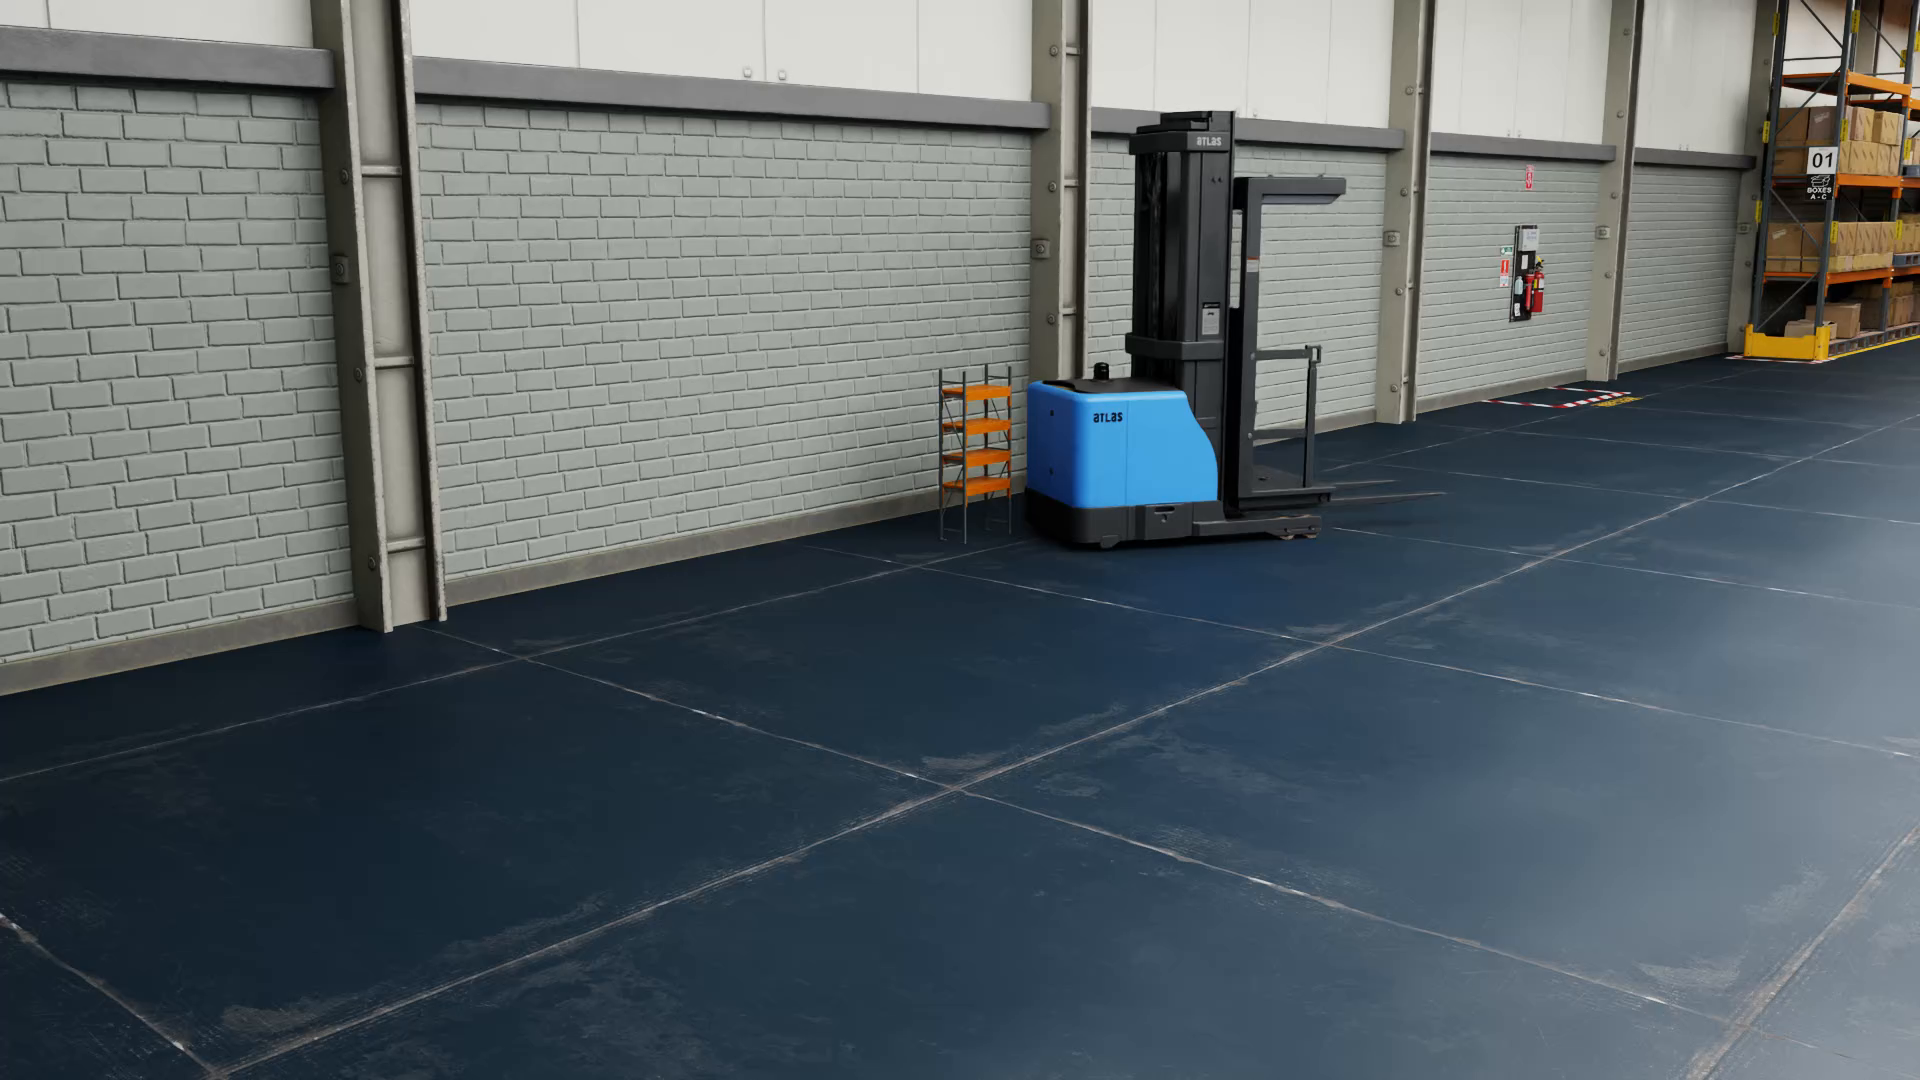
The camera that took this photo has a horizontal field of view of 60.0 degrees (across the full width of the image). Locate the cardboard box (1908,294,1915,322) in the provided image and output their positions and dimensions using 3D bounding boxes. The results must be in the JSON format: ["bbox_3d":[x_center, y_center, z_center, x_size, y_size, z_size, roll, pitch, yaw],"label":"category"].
[{"bbox_3d":[17.292,-4.319,30.936,0.700,0.500,0.500,10,15,40],"label":"cardboard box"}]

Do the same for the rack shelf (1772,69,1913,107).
[{"bbox_3d":[14.195,-7.207,26.666,1.077,0.370,4.000,10,15,40],"label":"rack shelf"}]

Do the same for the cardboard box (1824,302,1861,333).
[{"bbox_3d":[14.860,-3.746,28.068,0.500,0.500,0.500,8,14,36],"label":"cardboard box"}]

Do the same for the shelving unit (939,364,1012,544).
[{"bbox_3d":[0.109,-0.613,11.716,0.258,1.200,0.503,10,15,40],"label":"shelving unit"}]

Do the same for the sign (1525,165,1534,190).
[{"bbox_3d":[6.986,-4.447,20.401,0.001,0.298,0.199,10,15,40],"label":"sign"}]

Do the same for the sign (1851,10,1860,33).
[{"bbox_3d":[13.282,-7.694,24.672,0.100,0.325,0.005,10,15,40],"label":"sign"}]

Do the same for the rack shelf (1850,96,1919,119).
[{"bbox_3d":[16.835,-7.601,29.652,1.077,0.370,4.000,10,15,40],"label":"rack shelf"}]

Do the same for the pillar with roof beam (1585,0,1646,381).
[{"bbox_3d":[11.960,-6.043,18.991,9.100,9.000,0.400,10,15,40],"label":"pillar with roof beam"}]

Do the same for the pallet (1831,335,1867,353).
[{"bbox_3d":[14.293,-3.263,27.509,1.003,0.211,1.213,10,15,40],"label":"pallet"}]

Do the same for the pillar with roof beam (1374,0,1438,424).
[{"bbox_3d":[8.000,-5.160,14.572,9.100,9.000,0.400,10,15,40],"label":"pillar with roof beam"}]

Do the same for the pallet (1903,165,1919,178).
[{"bbox_3d":[16.003,-6.370,28.767,1.213,0.211,1.003,10,15,40],"label":"pallet"}]

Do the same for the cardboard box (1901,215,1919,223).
[{"bbox_3d":[17.749,-5.982,30.966,0.380,0.149,0.250,7,13,31],"label":"cardboard box"}]

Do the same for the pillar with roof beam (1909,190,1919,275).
[{"bbox_3d":[23.842,-8.691,32.250,9.100,9.000,0.400,10,15,40],"label":"pillar with roof beam"}]

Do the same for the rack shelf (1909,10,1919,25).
[{"bbox_3d":[19.476,-10.016,32.233,1.077,0.370,4.000,10,15,40],"label":"rack shelf"}]

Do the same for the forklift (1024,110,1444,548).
[{"bbox_3d":[2.044,-1.531,11.893,3.031,2.935,1.130,-4,12,-18],"label":"forklift"}]

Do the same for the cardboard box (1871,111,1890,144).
[{"bbox_3d":[14.697,-6.665,26.906,0.500,0.500,0.500,9,14,38],"label":"cardboard box"}]

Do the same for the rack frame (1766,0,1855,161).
[{"bbox_3d":[12.875,-7.267,25.122,1.000,3.000,0.127,10,15,40],"label":"rack frame"}]

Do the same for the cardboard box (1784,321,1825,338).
[{"bbox_3d":[13.399,-3.313,26.381,0.500,0.311,0.500,8,14,34],"label":"cardboard box"}]

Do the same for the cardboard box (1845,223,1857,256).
[{"bbox_3d":[13.749,-4.732,26.164,0.500,0.500,0.500,10,15,41],"label":"cardboard box"}]

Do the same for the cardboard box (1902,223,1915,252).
[{"bbox_3d":[16.662,-5.432,29.868,0.500,0.500,0.700,-10,15,-40],"label":"cardboard box"}]

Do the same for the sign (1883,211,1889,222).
[{"bbox_3d":[17.737,-6.142,31.846,0.100,0.325,0.005,10,15,40],"label":"sign"}]

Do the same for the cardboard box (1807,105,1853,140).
[{"bbox_3d":[13.311,-6.371,25.433,0.500,0.500,0.500,8,14,36],"label":"cardboard box"}]

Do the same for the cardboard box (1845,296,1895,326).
[{"bbox_3d":[16.292,-4.097,29.824,0.700,0.500,0.500,9,15,39],"label":"cardboard box"}]

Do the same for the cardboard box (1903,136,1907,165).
[{"bbox_3d":[15.936,-6.710,28.662,0.500,0.500,0.500,-9,15,-39],"label":"cardboard box"}]

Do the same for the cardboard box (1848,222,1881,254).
[{"bbox_3d":[14.770,-4.962,27.312,0.500,0.500,0.500,9,15,39],"label":"cardboard box"}]

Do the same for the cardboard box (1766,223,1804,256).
[{"bbox_3d":[13.026,-4.726,26.134,0.500,0.500,0.500,10,15,40],"label":"cardboard box"}]

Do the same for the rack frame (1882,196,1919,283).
[{"bbox_3d":[18.156,-5.503,31.603,1.000,3.000,0.127,10,15,40],"label":"rack frame"}]

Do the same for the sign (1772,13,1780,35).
[{"bbox_3d":[12.471,-7.878,25.389,0.100,0.325,0.005,10,15,40],"label":"sign"}]

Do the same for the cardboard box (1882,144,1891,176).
[{"bbox_3d":[15.024,-6.265,27.454,0.500,0.500,0.500,8,14,36],"label":"cardboard box"}]

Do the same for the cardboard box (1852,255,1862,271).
[{"bbox_3d":[14.108,-4.445,26.640,0.500,0.250,0.500,9,15,39],"label":"cardboard box"}]

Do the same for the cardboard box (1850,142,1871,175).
[{"bbox_3d":[14.004,-6.024,26.246,0.500,0.500,0.500,11,16,43],"label":"cardboard box"}]

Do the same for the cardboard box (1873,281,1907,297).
[{"bbox_3d":[16.960,-4.596,30.406,0.500,0.250,0.500,10,15,40],"label":"cardboard box"}]

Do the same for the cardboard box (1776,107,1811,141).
[{"bbox_3d":[12.963,-6.443,25.793,0.500,0.500,0.500,11,15,43],"label":"cardboard box"}]

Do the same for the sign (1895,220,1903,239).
[{"bbox_3d":[15.928,-5.270,28.226,0.100,0.325,0.005,10,15,40],"label":"sign"}]

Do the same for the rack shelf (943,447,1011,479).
[{"bbox_3d":[0.109,-0.547,11.729,0.258,0.148,0.480,10,15,40],"label":"rack shelf"}]

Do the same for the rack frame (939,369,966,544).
[{"bbox_3d":[-0.052,-0.577,11.536,0.240,1.200,0.015,10,15,40],"label":"rack frame"}]

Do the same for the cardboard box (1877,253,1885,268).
[{"bbox_3d":[15.095,-4.669,27.762,0.500,0.250,0.500,10,15,41],"label":"cardboard box"}]

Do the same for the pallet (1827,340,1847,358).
[{"bbox_3d":[13.488,-3.084,26.614,1.003,0.211,1.213,10,15,40],"label":"pallet"}]
